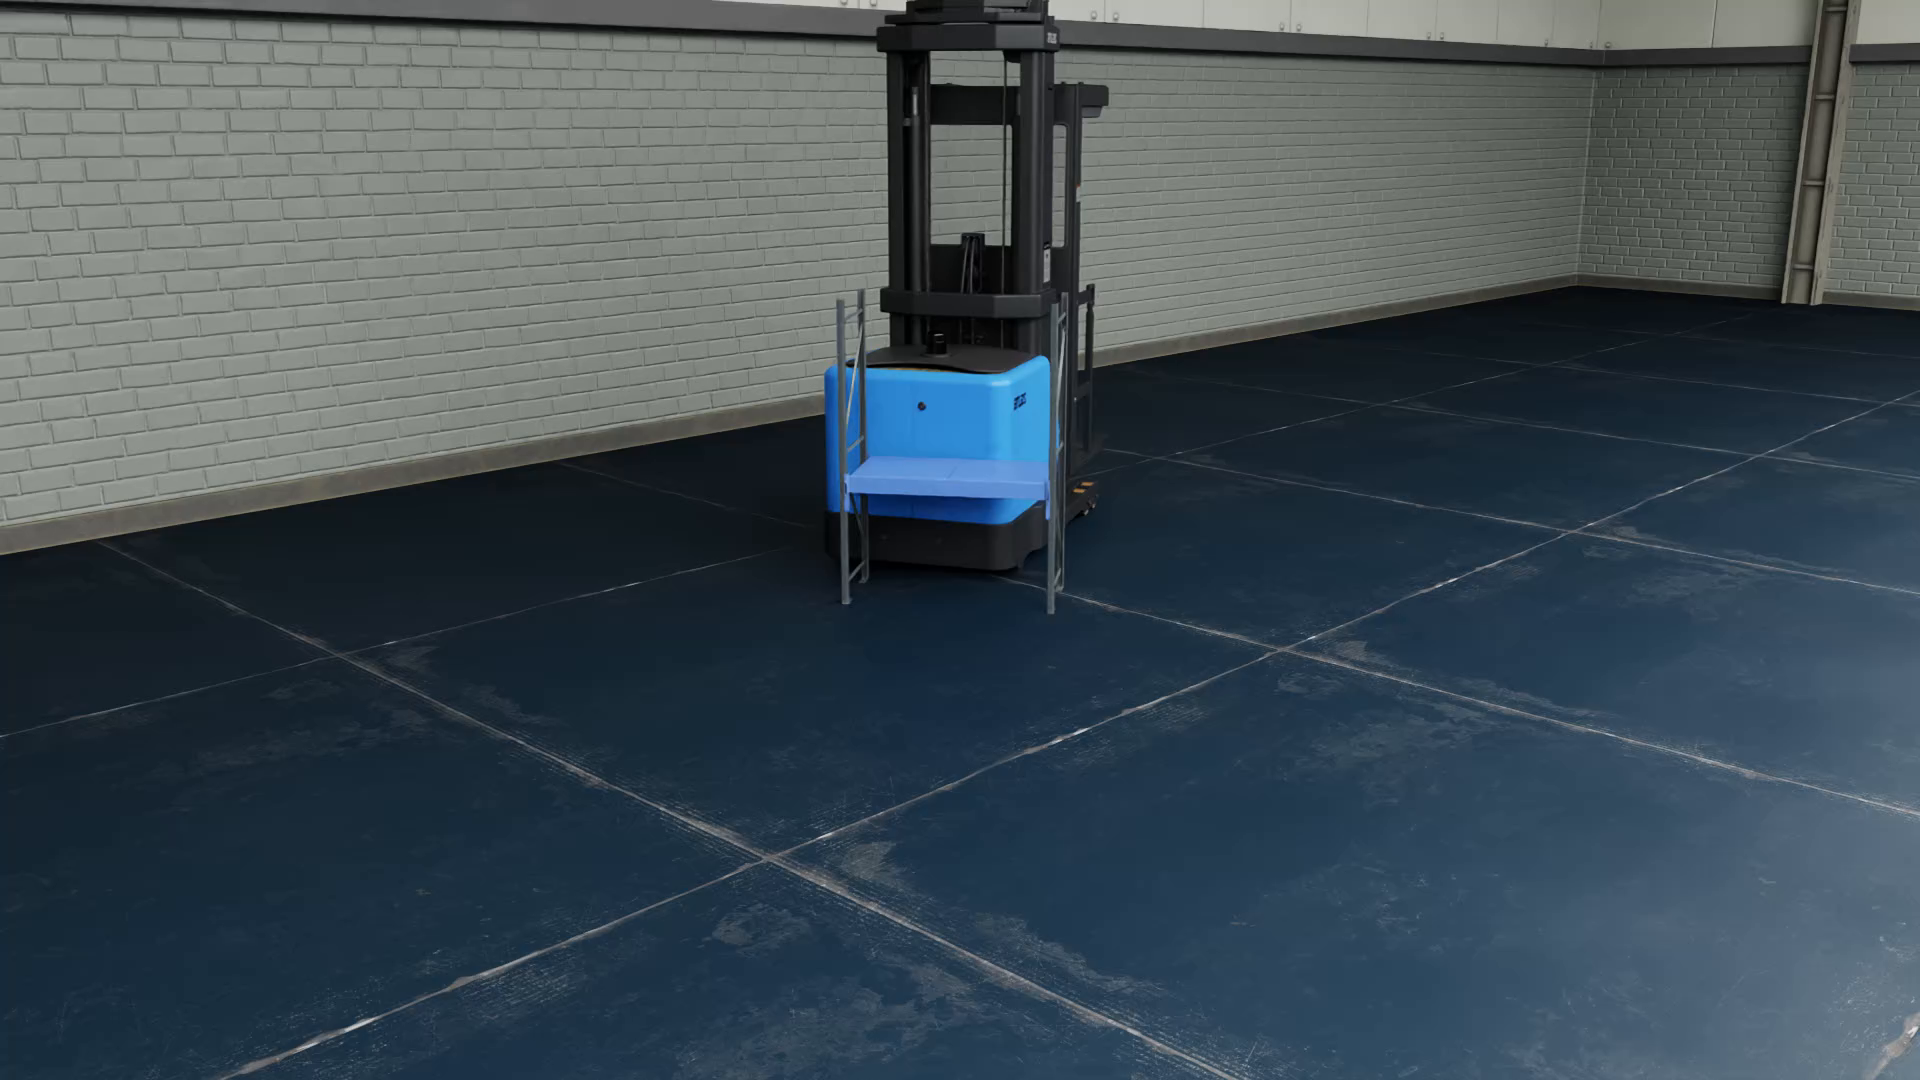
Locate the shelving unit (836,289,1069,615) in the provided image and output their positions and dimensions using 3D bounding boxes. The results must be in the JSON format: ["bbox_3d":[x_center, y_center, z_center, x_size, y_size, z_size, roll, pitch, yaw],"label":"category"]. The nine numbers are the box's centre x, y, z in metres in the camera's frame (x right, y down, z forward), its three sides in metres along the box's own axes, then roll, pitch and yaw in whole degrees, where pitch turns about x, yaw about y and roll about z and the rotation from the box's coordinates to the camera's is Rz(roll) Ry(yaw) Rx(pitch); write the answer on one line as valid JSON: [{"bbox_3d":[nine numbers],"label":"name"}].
[{"bbox_3d":[-0.026,-0.445,8.167,1.048,1.500,0.538,2,15,9],"label":"shelving unit"}]

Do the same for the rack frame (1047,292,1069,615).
[{"bbox_3d":[0.476,-0.425,8.087,0.032,1.500,0.500,2,15,9],"label":"rack frame"}]

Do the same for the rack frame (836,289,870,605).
[{"bbox_3d":[-0.528,-0.466,8.247,0.032,1.500,0.500,2,15,9],"label":"rack frame"}]

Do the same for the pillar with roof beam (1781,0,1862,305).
[{"bbox_3d":[7.542,-6.538,16.677,0.400,9.000,9.100,14,20,42],"label":"pillar with roof beam"}]

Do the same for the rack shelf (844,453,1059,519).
[{"bbox_3d":[-0.026,-0.271,8.212,1.000,0.185,0.538,2,15,9],"label":"rack shelf"}]

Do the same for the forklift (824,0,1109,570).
[{"bbox_3d":[0.221,-1.588,9.715,1.130,2.935,3.031,5,15,17],"label":"forklift"}]
